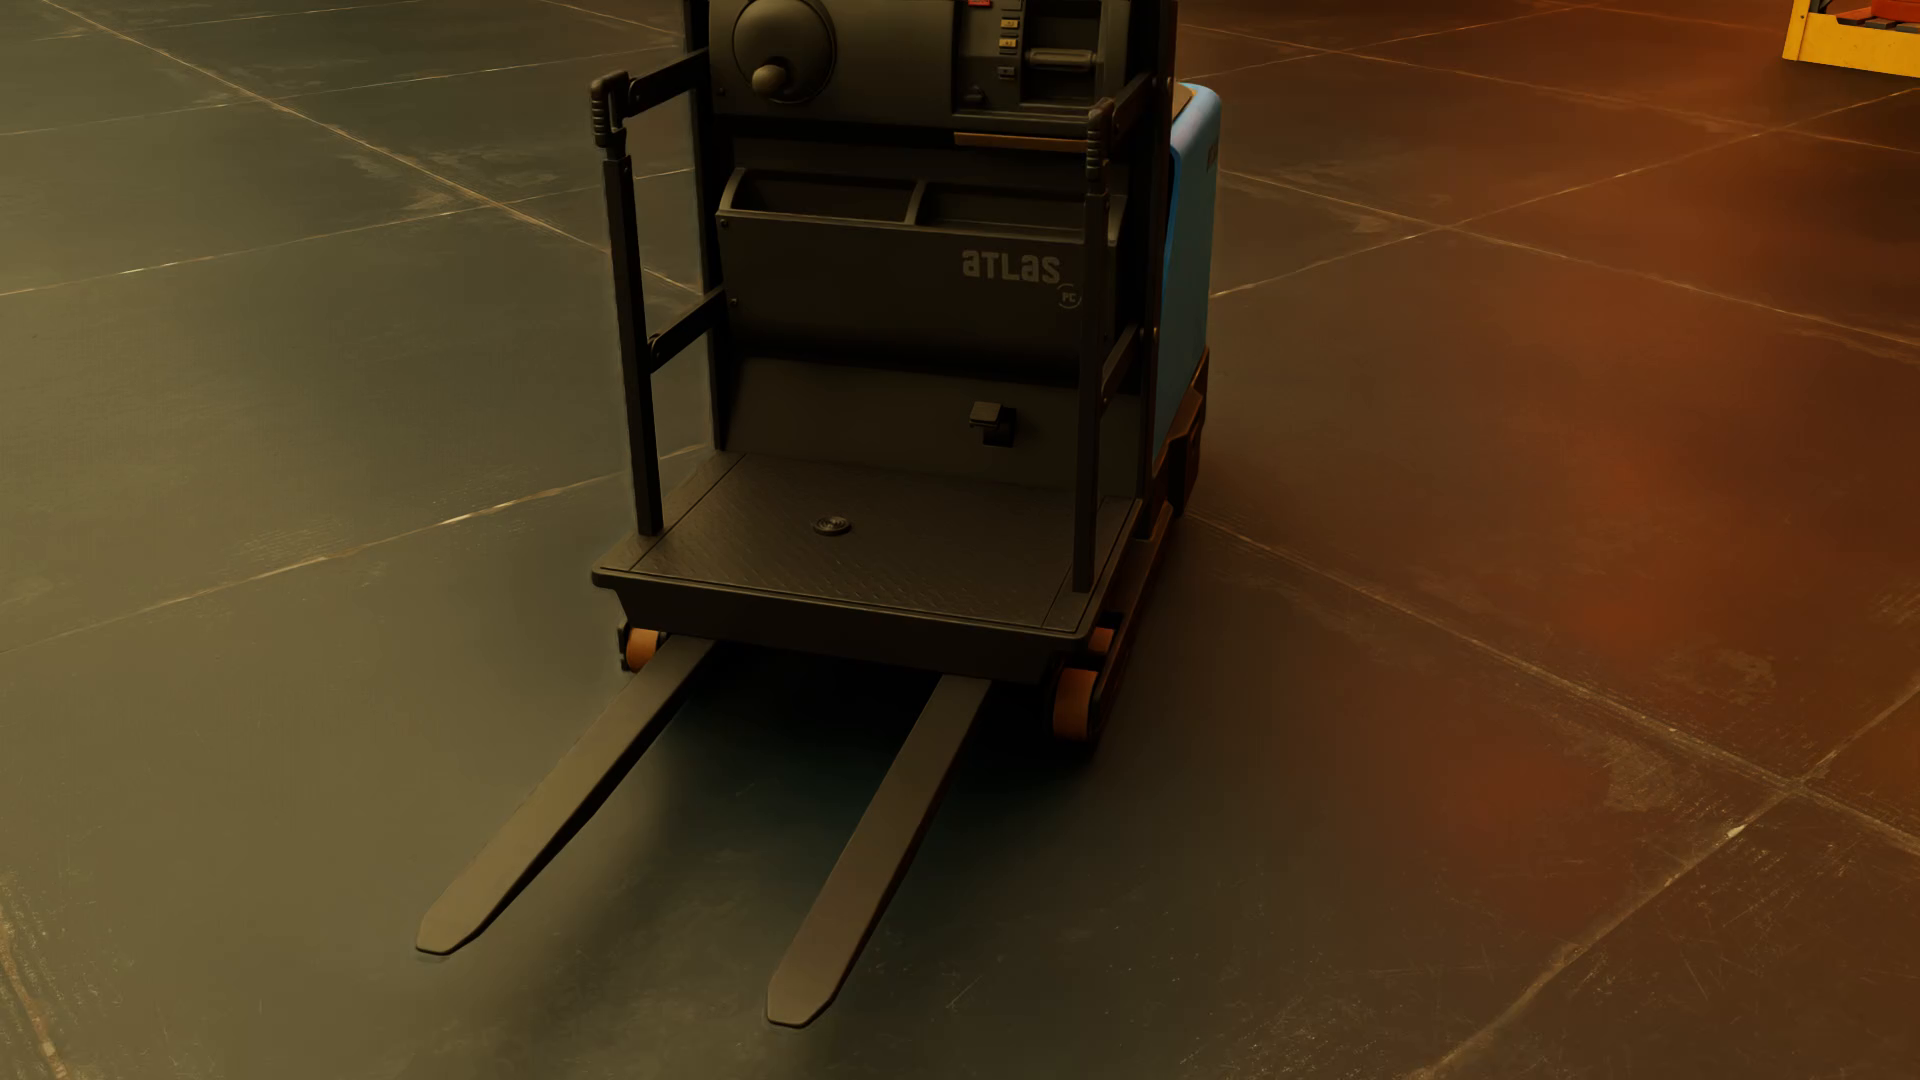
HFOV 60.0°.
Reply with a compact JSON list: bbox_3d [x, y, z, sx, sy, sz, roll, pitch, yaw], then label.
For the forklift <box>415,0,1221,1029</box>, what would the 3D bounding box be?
[{"bbox_3d":[-0.147,-1.064,3.348,1.130,2.935,3.031,7,27,14],"label":"forklift"}]
